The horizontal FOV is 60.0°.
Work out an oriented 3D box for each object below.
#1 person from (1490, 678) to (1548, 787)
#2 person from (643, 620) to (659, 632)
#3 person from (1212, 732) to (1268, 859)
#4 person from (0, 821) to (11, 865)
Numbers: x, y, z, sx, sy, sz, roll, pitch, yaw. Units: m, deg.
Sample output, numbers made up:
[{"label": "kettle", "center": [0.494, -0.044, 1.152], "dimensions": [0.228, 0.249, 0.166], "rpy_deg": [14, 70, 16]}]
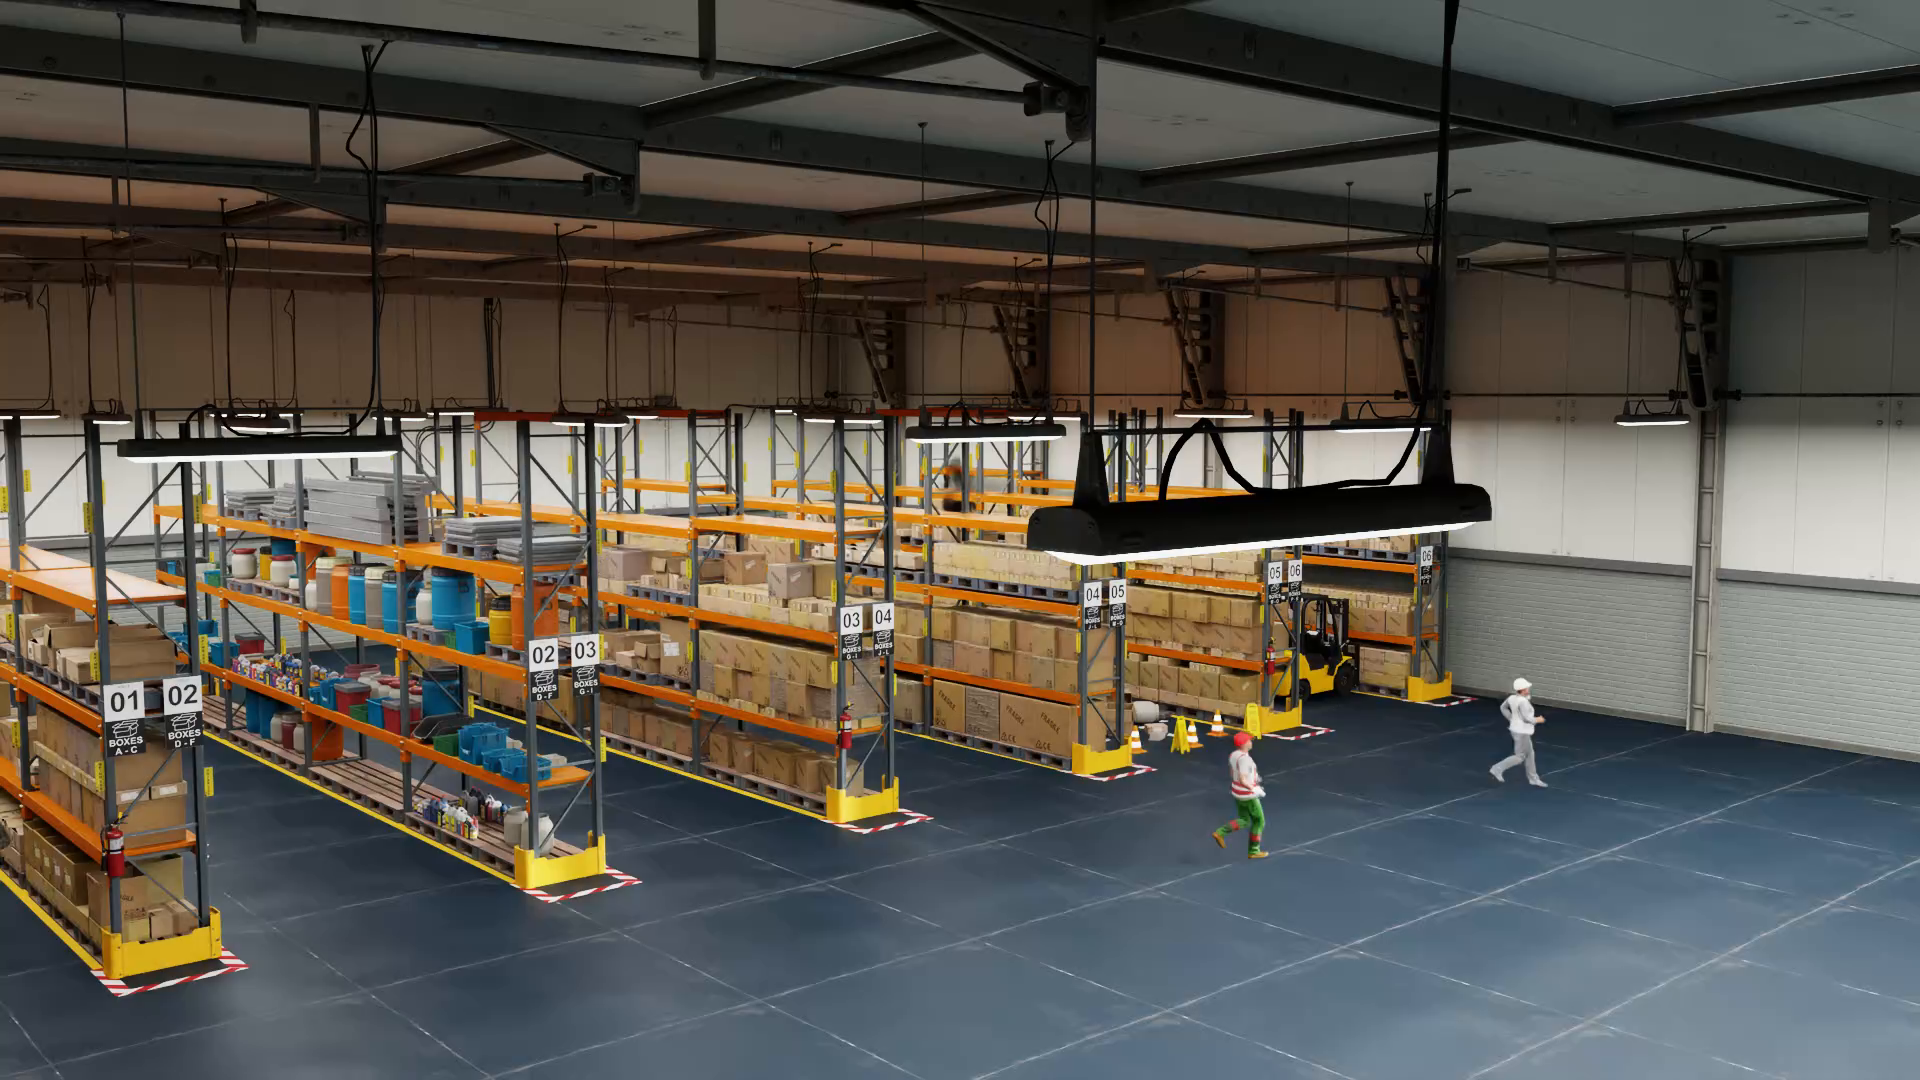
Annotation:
[{"label": "person", "center": [8.984, 3.097, 26.676], "dimensions": [0.960, 1.779, 0.661], "rpy_deg": [0, 5, 1]}, {"label": "person", "center": [-7.710, 1.914, 41.398], "dimensions": [0.700, 1.616, 0.524], "rpy_deg": [1, 5, 11]}, {"label": "person", "center": [3.838, 3.475, 22.612], "dimensions": [0.780, 1.747, 0.663], "rpy_deg": [-1, 5, -11]}, {"label": "person", "center": [-11.231, 3.782, 19.036], "dimensions": [0.968, 1.698, 0.651], "rpy_deg": [5, 7, 42]}]
